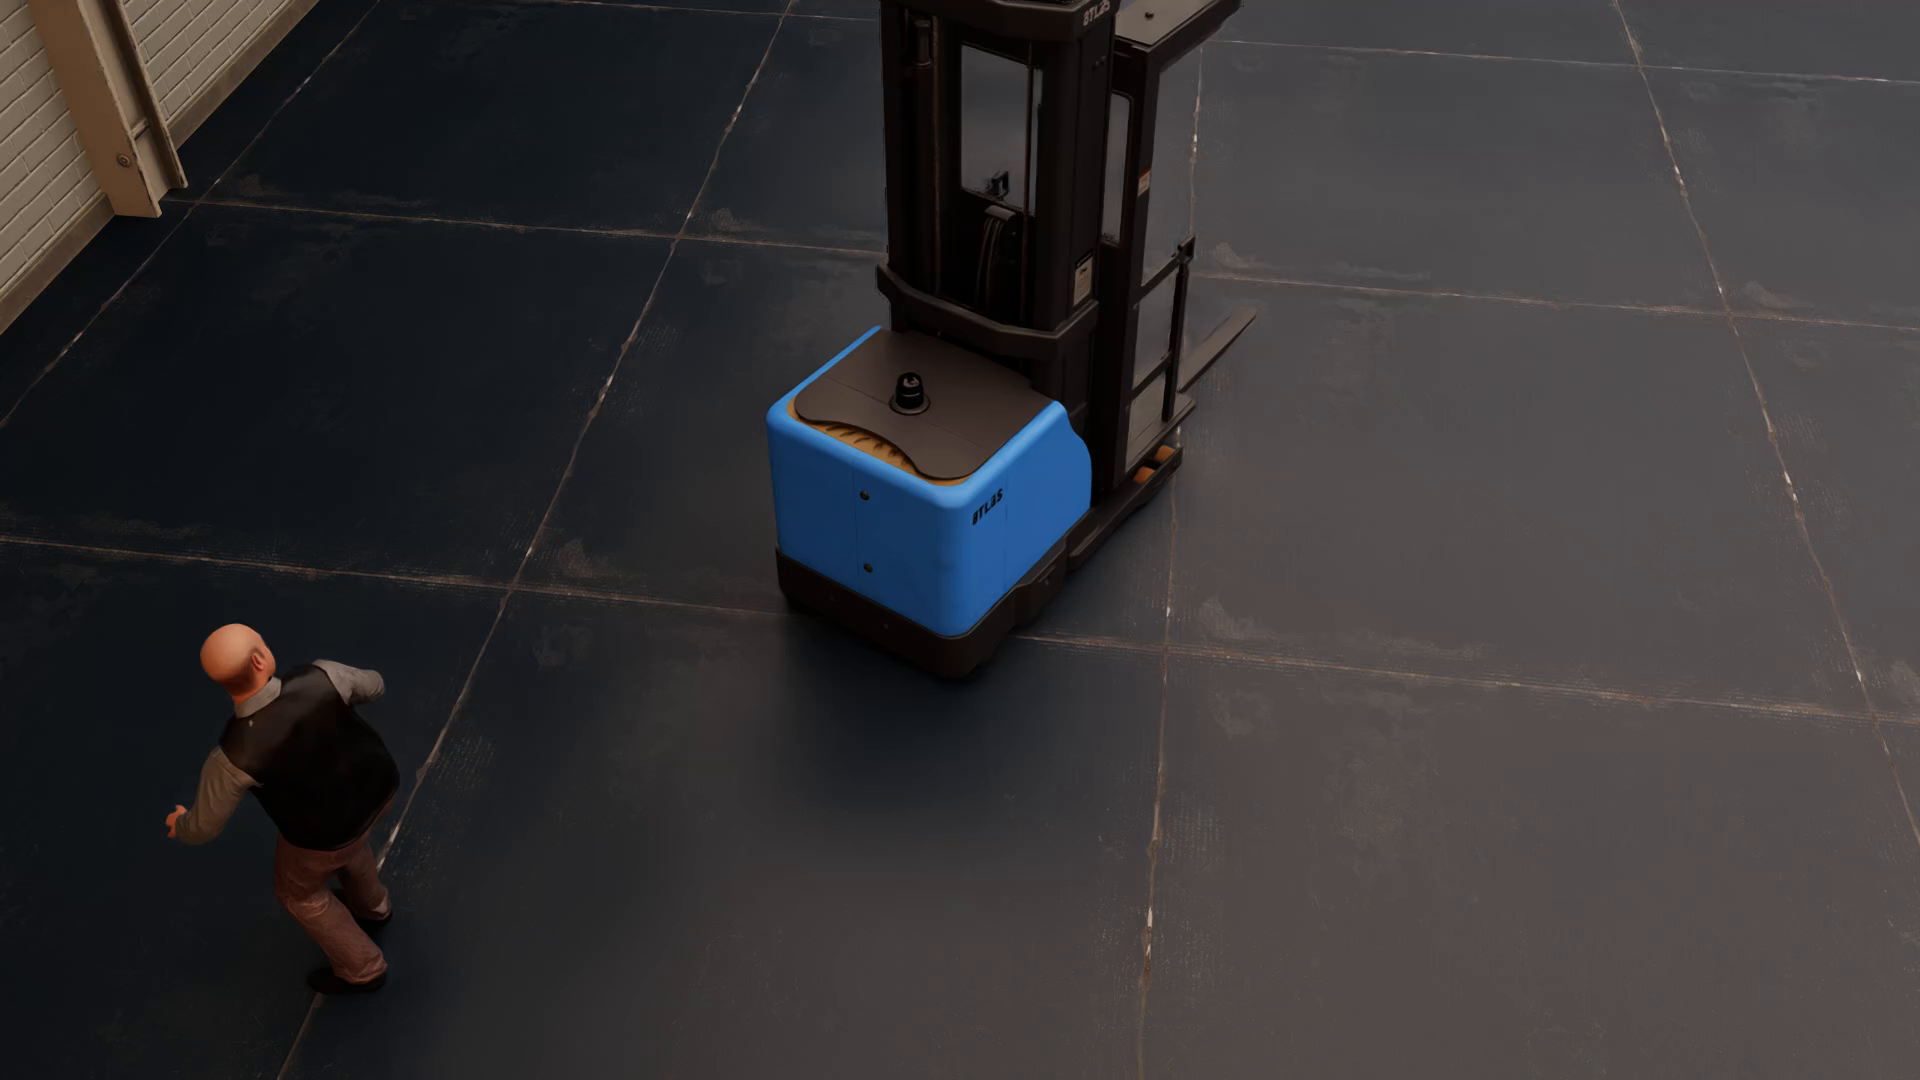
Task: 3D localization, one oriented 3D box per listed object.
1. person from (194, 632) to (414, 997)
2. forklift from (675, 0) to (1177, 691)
[{"bbox_3d":[-2.234,0.927,5.611,0.375,1.724,0.525,25,48,25],"label":"person"},{"bbox_3d":[-0.356,-1.390,7.238,1.130,2.935,3.031,-26,49,-26],"label":"forklift"}]
